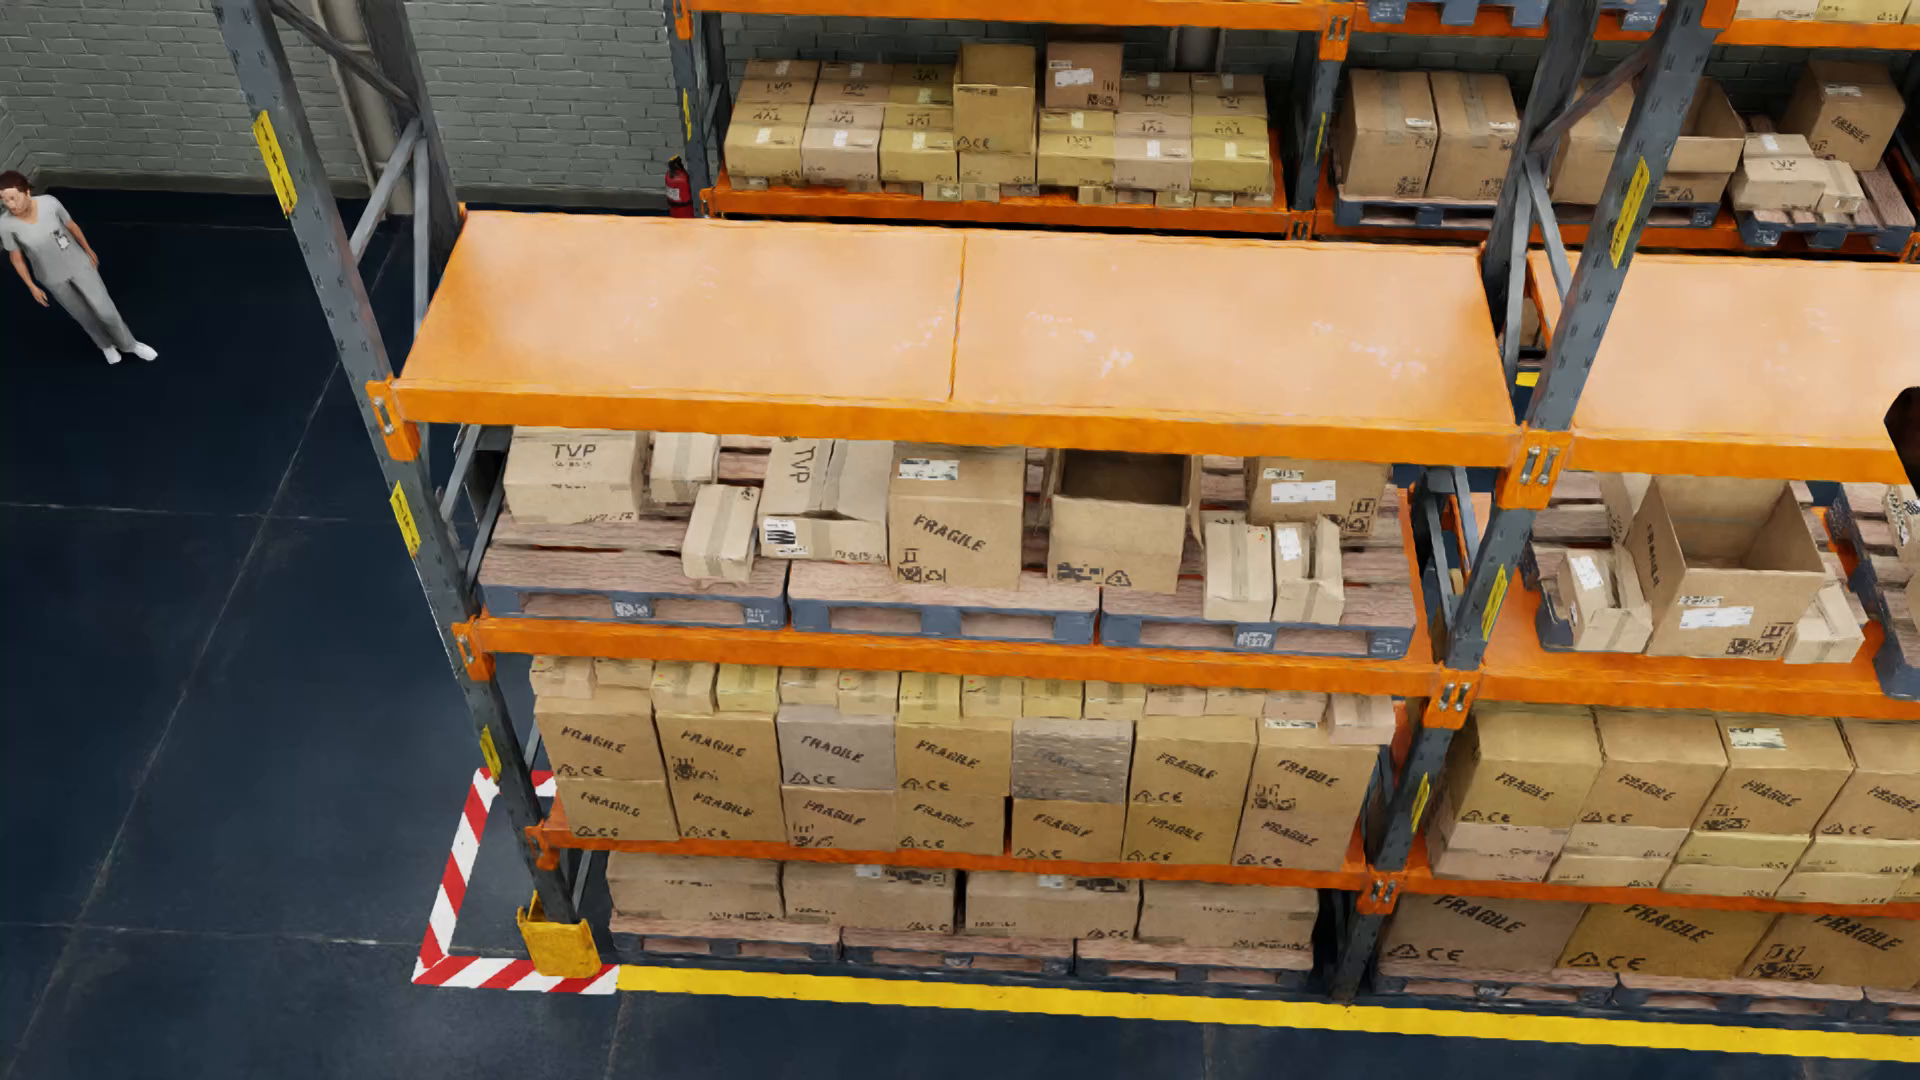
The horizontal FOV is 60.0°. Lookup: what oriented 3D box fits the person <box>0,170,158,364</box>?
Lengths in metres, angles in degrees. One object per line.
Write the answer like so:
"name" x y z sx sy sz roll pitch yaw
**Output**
"person" -6.048 -1.835 11.266 0.573 1.655 0.491 -25 52 -21
